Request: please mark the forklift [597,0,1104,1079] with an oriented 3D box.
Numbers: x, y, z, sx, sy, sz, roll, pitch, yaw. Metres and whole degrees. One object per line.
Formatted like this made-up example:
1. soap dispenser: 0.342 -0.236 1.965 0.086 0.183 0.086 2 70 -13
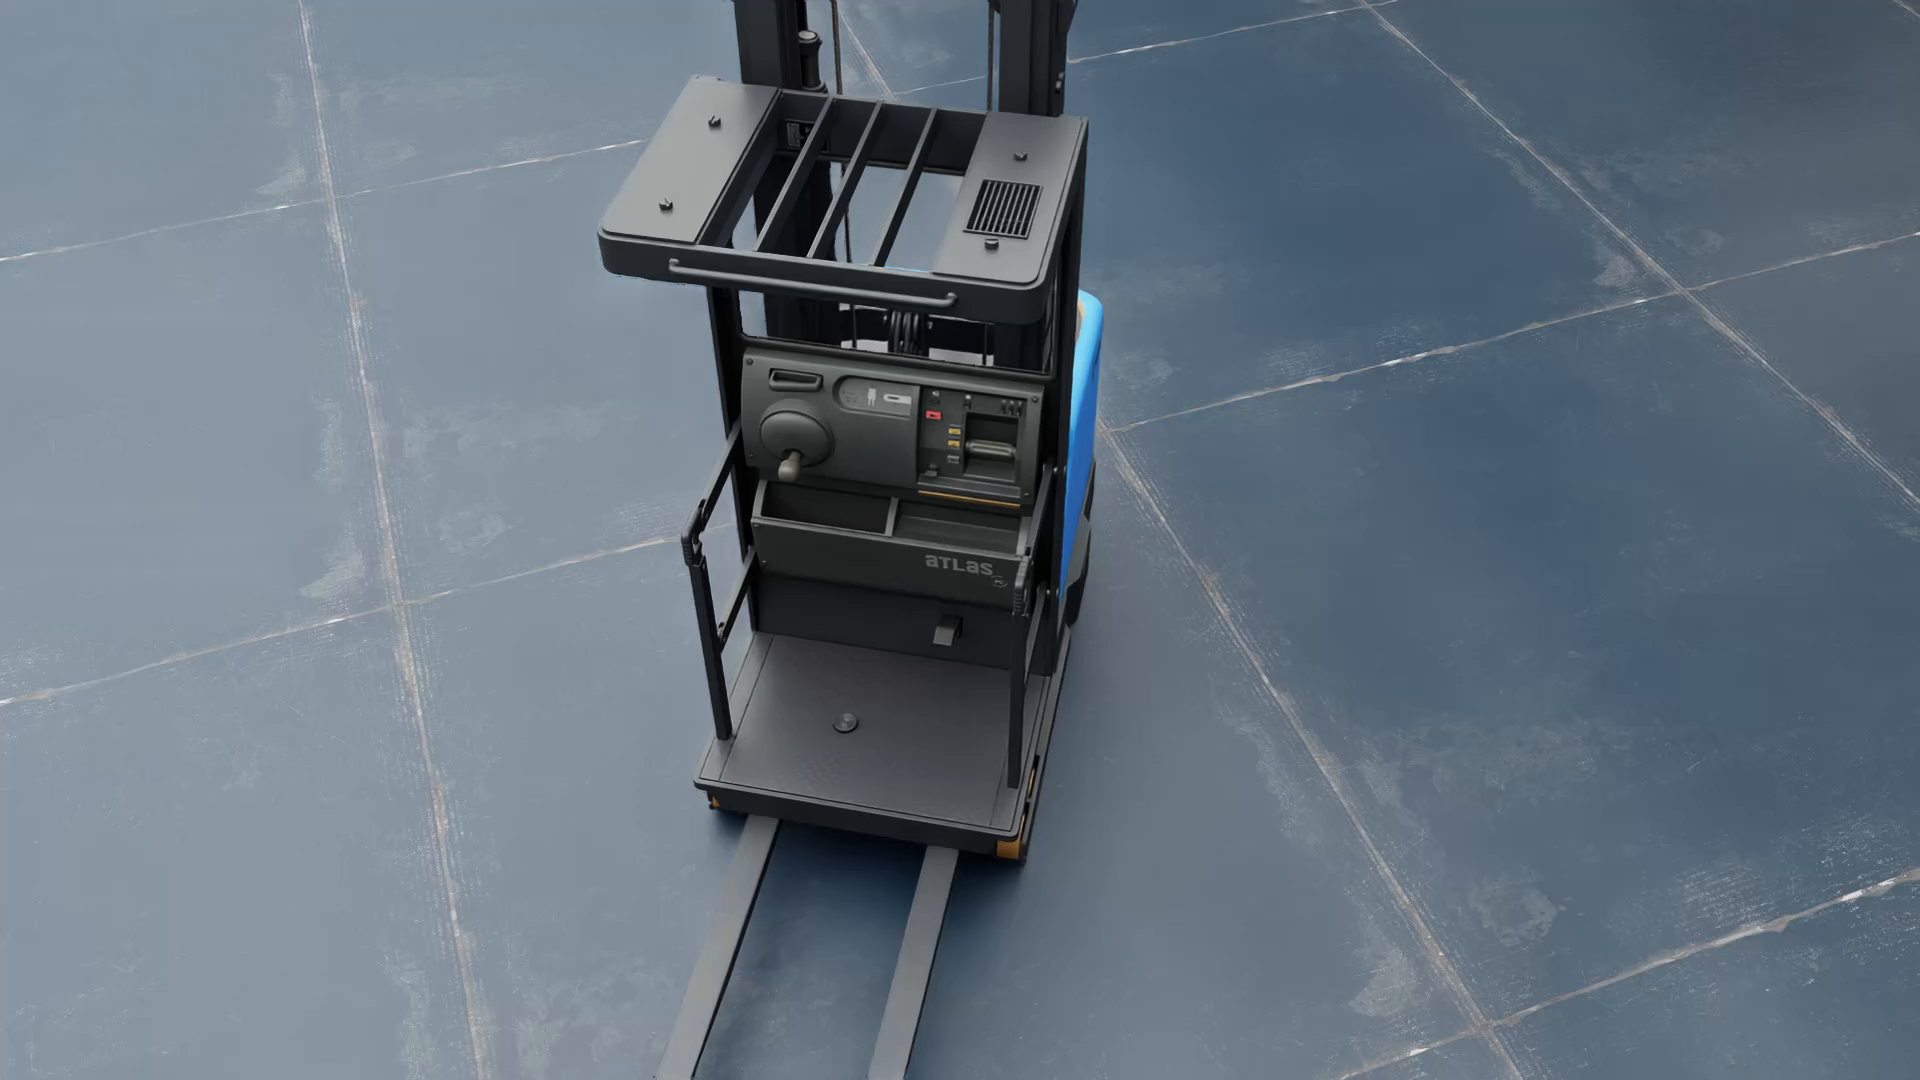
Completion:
1. forklift: -0.255 -0.242 4.922 1.130 2.935 3.031 8 46 8
